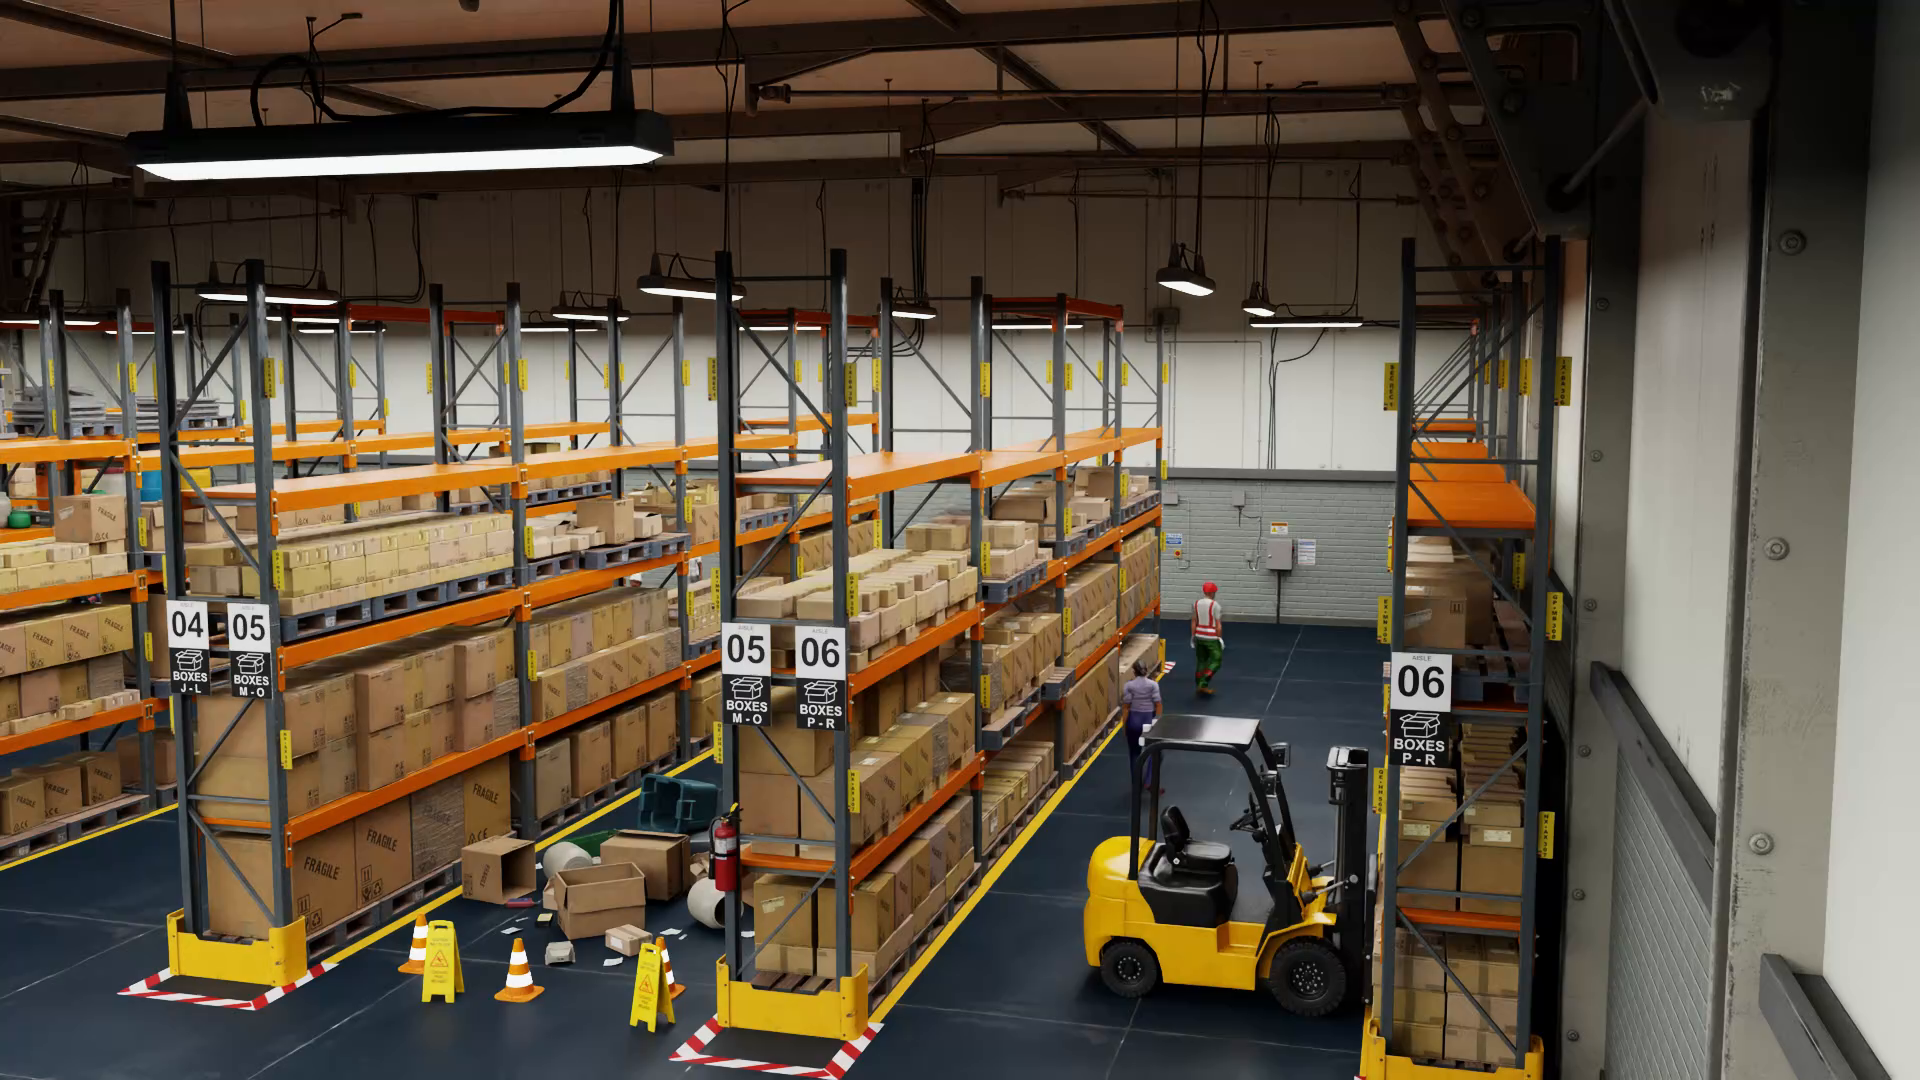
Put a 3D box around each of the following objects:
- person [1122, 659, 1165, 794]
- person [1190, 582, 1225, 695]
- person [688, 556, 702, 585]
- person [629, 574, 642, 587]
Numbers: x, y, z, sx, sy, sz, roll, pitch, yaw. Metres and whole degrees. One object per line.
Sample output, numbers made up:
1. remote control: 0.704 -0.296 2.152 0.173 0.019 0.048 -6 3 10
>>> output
1. person: 2.201 2.252 19.906 0.539 1.646 0.503 1 6 10
2. person: 3.819 1.548 25.852 0.547 1.787 0.587 -6 8 -44
3. person: -5.536 0.724 34.171 0.477 1.607 1.082 -1 6 -12
4. person: -5.345 1.411 27.274 0.576 1.727 1.096 1 6 12
